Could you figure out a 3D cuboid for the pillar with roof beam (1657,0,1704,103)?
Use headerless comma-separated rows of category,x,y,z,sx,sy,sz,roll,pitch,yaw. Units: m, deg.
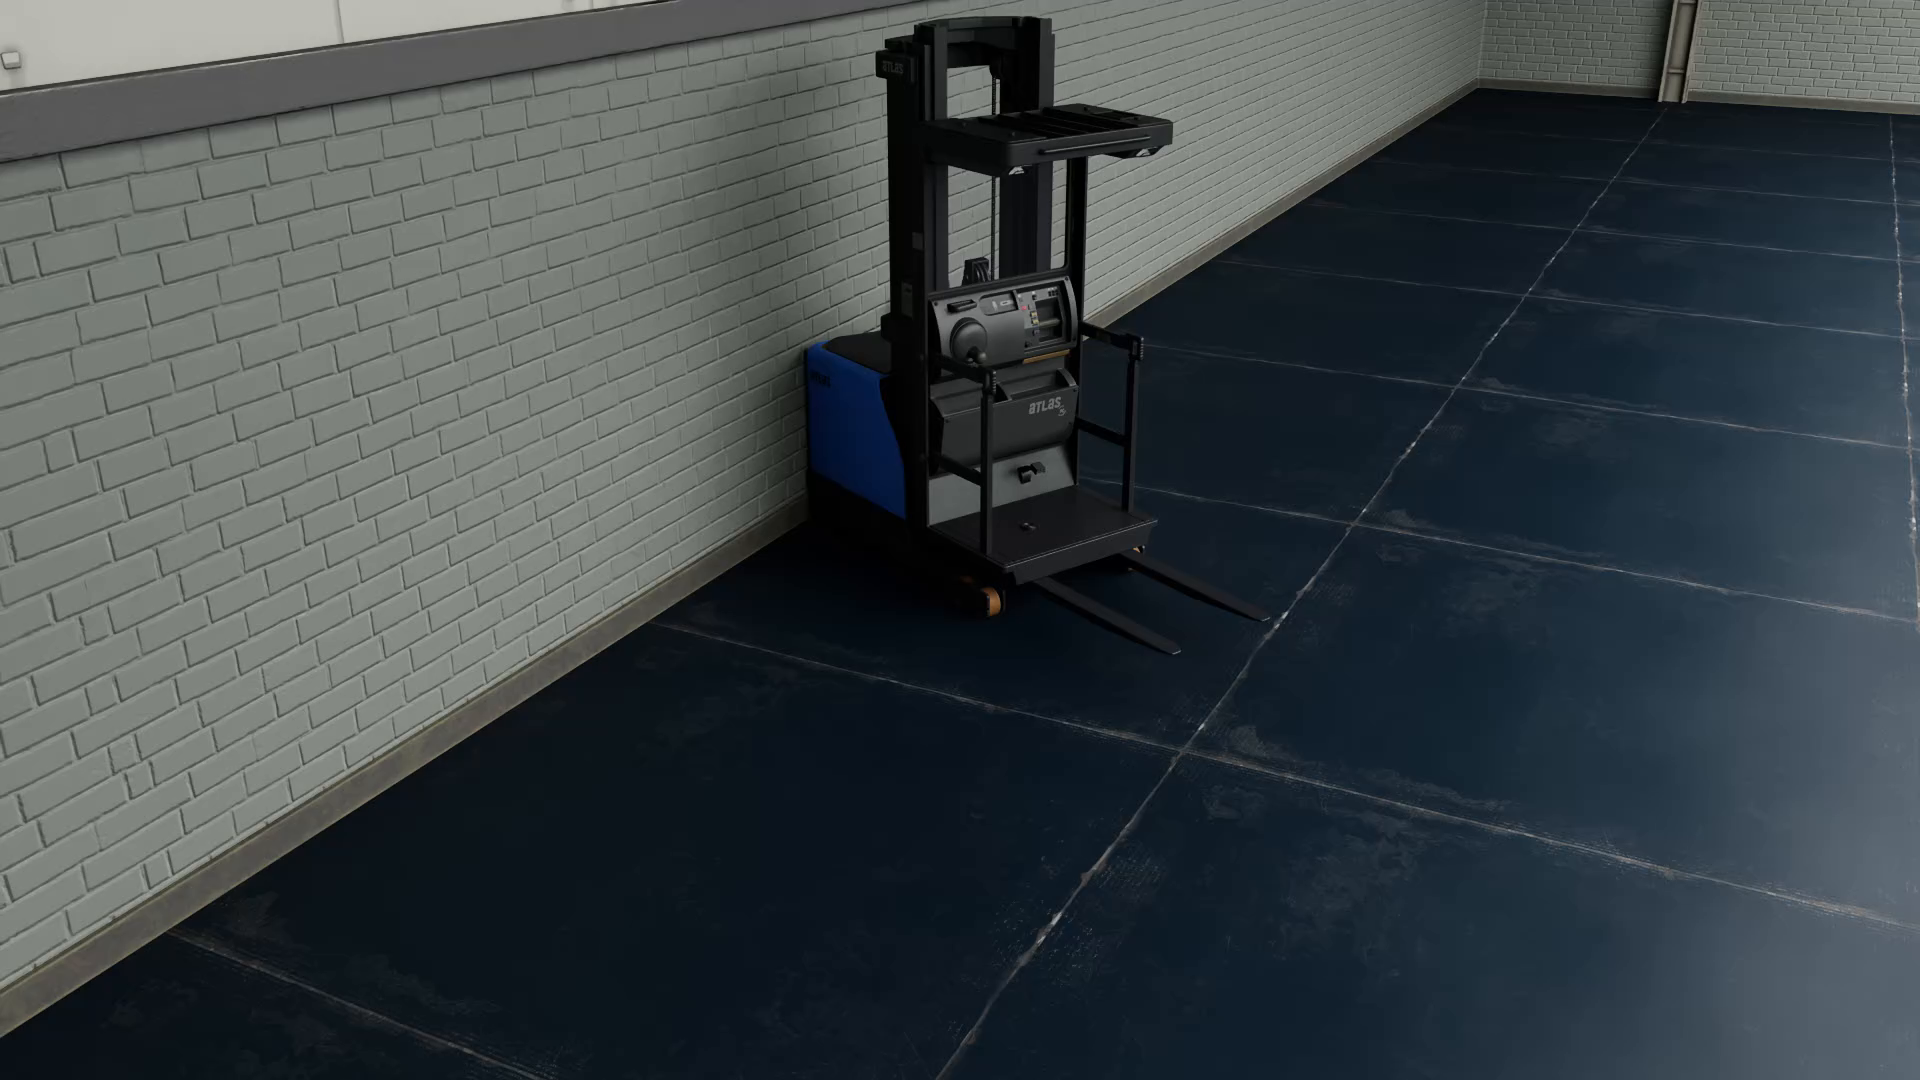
pillar with roof beam,9.075,-9.431,20.428,0.400,9.000,9.100,11,25,25

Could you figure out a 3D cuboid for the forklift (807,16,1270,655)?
forklift,0.372,-1.153,8.716,1.130,2.935,3.031,-16,28,-33
